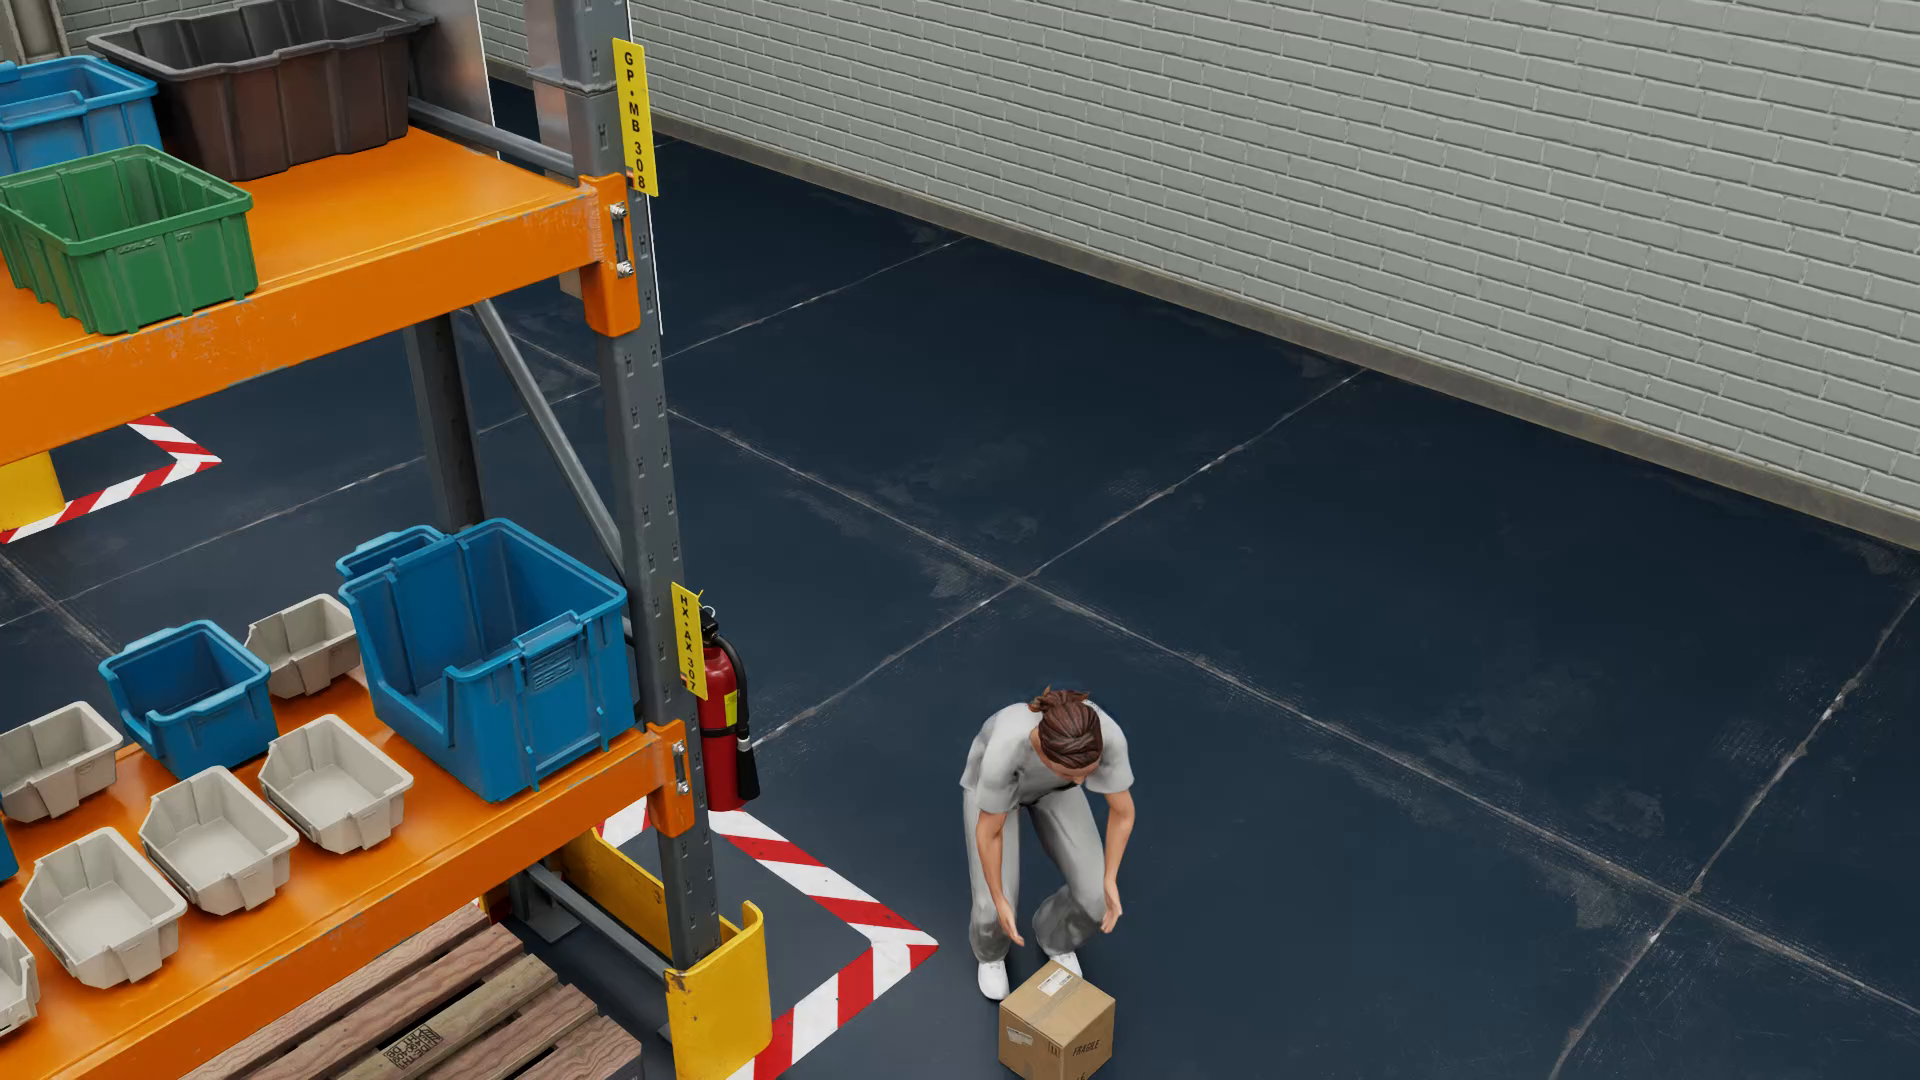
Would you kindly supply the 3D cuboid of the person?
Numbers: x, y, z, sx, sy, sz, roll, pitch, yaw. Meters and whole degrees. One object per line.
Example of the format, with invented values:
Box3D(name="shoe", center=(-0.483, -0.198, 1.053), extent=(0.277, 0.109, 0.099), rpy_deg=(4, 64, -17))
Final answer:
Box3D(name="person", center=(0.261, 0.881, 5.083), extent=(0.492, 1.275, 0.696), rpy_deg=(-6, 32, -9))
